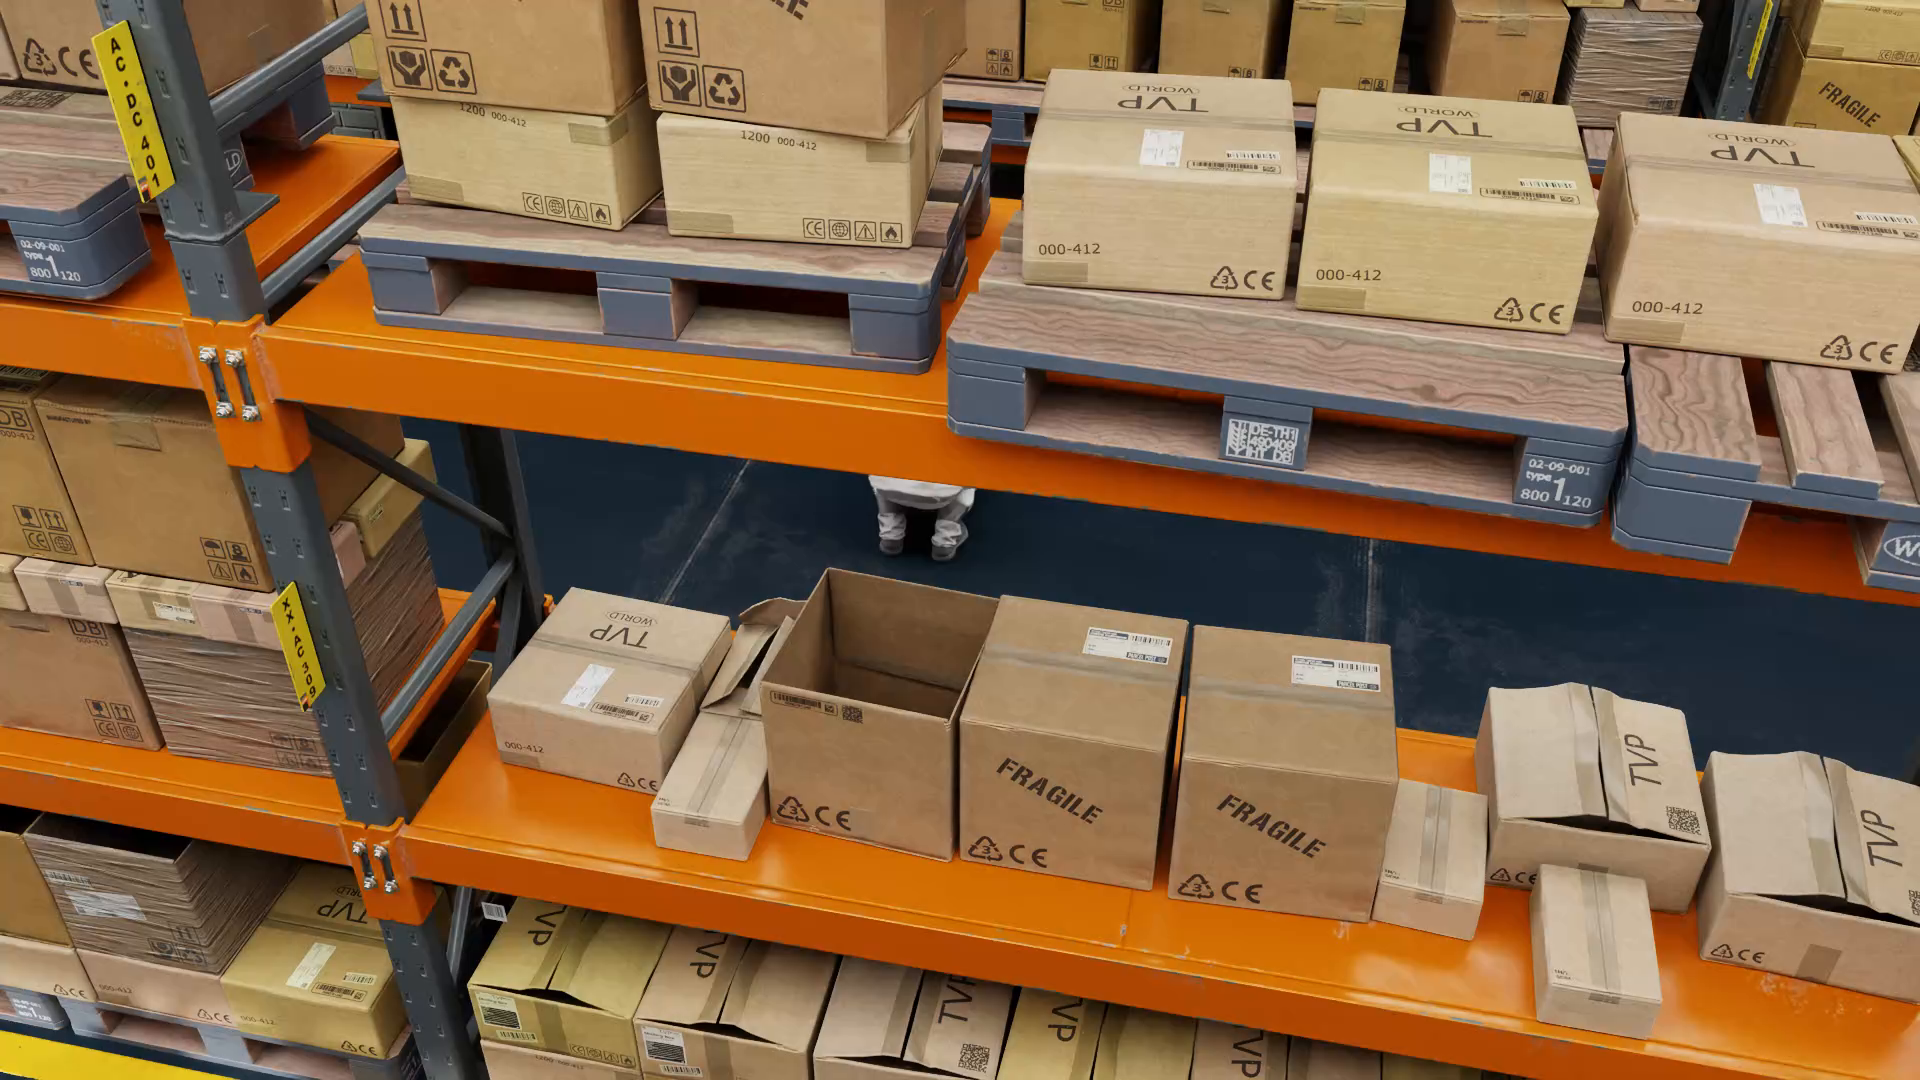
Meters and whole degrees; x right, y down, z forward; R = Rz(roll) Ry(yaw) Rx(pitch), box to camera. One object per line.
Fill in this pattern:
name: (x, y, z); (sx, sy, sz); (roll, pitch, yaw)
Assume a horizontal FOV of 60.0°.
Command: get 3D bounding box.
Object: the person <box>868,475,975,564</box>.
person: (-0.161, -0.472, 7.448); (0.547, 0.998, 0.892); (7, 37, 9)
